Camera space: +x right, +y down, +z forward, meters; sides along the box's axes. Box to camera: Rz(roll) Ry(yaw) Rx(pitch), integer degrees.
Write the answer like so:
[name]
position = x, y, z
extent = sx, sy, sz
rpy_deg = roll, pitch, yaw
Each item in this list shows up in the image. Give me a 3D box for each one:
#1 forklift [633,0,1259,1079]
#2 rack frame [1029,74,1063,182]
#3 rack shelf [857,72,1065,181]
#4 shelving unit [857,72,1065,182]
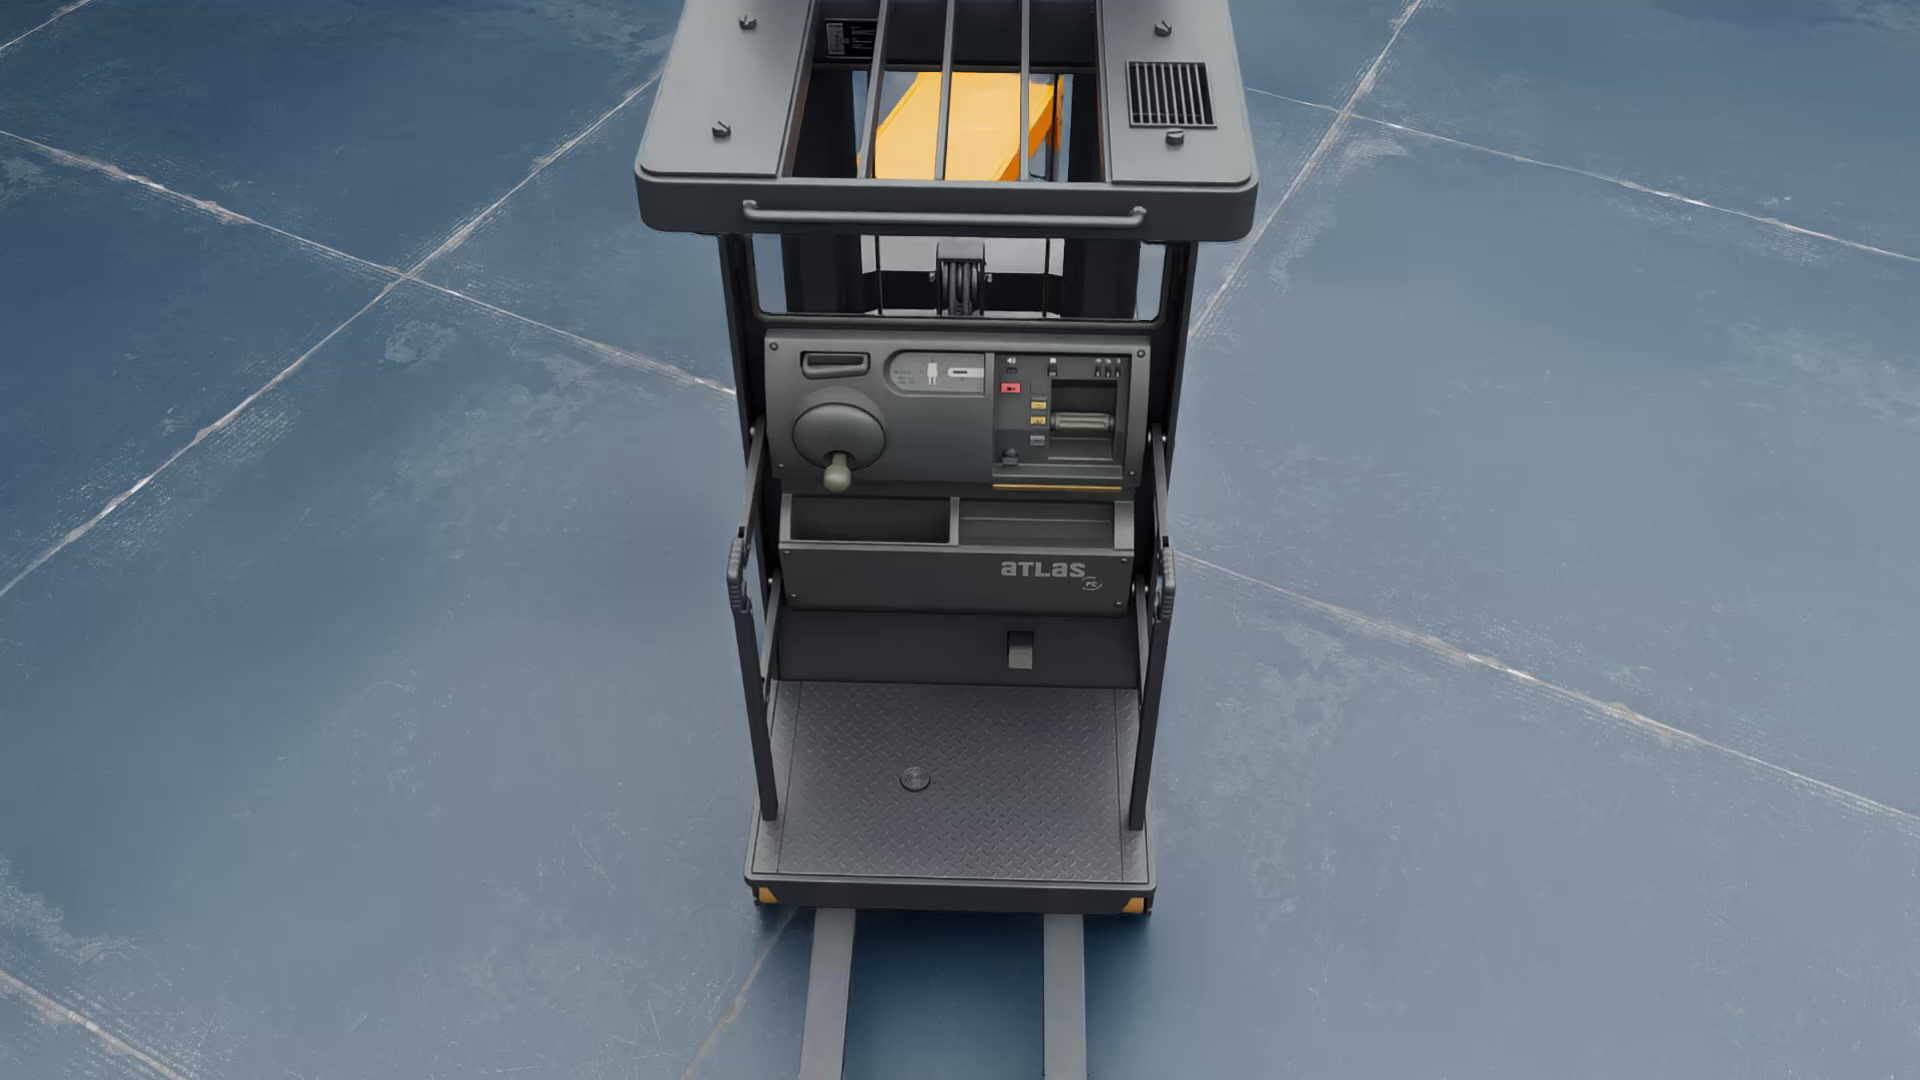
[forklift]
position = -0.013, -0.214, 3.901
extent = 1.130, 2.935, 3.031
rpy_deg = 1, 45, 1
[rack frame]
position = 0.132, -1.431, 6.374
extent = 0.500, 1.125, 0.032
rpy_deg = 15, 47, 14
[rack shelf]
position = -0.047, -1.299, 5.831
extent = 0.538, 0.278, 1.000
rpy_deg = 15, 47, 14
[shelving unit]
position = -0.047, -1.093, 6.039
extent = 0.538, 1.125, 1.048
rpy_deg = 15, 47, 14
